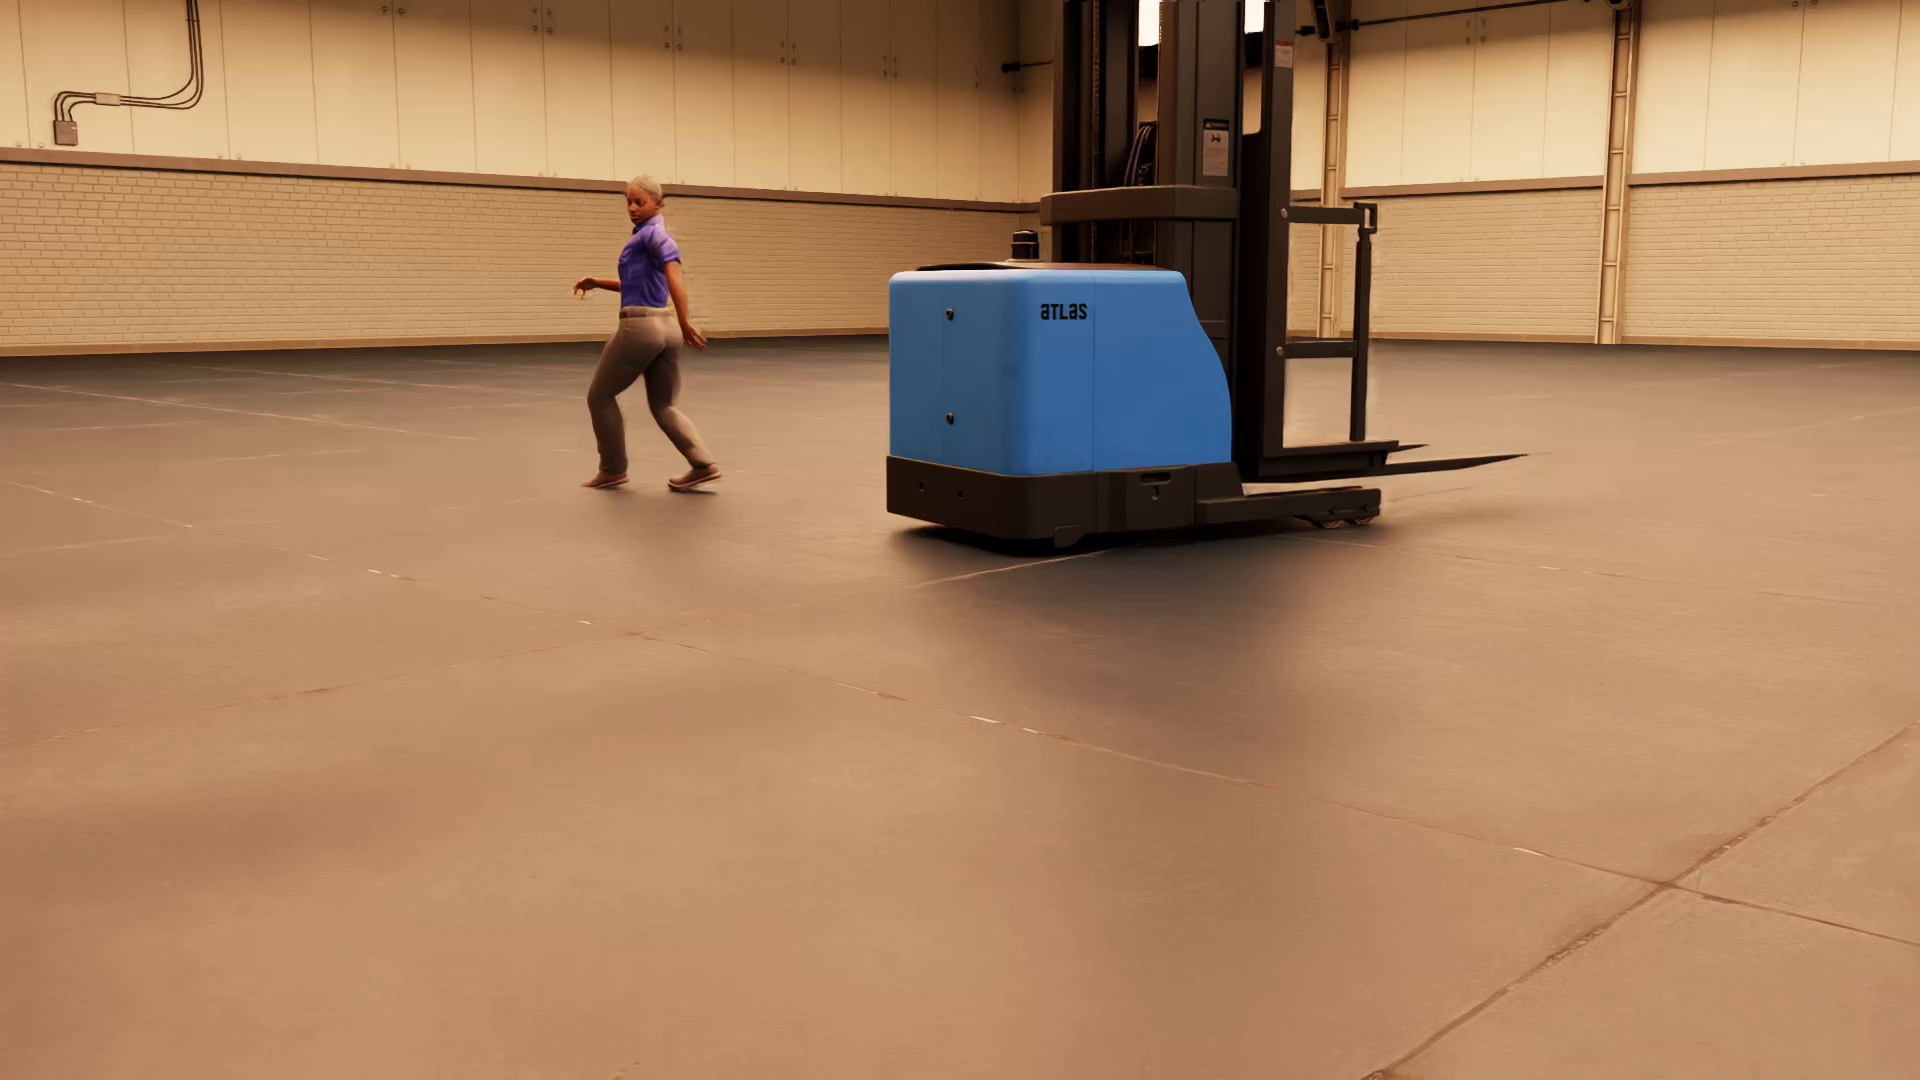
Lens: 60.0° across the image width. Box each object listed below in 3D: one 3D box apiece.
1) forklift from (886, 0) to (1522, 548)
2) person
[{"bbox_3d":[1.213,-1.558,7.219,3.031,2.935,1.130,-5,10,-31],"label":"forklift"},{"bbox_3d":[-1.572,-1.017,8.330,0.890,1.596,0.470,4,9,23],"label":"person"}]
